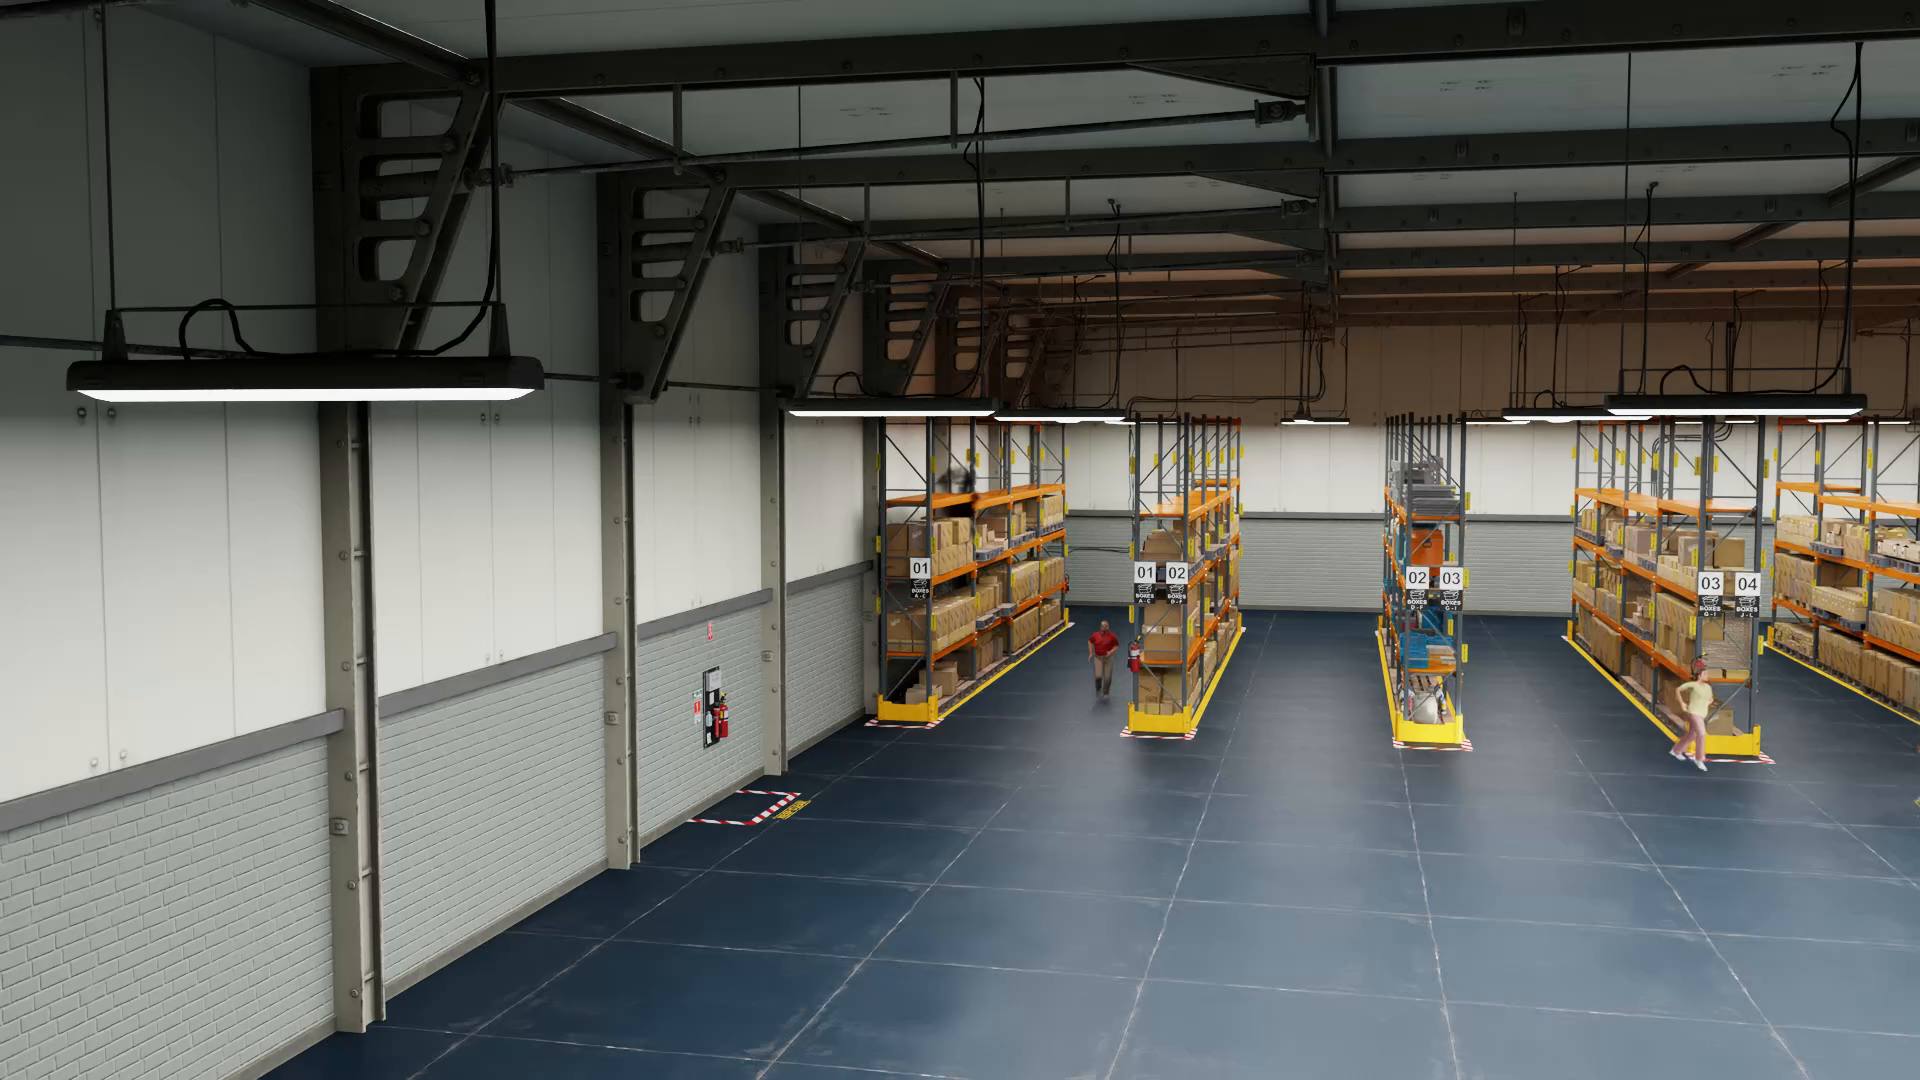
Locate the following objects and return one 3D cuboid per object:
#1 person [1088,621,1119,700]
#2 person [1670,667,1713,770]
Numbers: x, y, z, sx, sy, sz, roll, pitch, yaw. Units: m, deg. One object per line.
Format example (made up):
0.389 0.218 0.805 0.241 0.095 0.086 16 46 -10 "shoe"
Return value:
2.993 2.522 34.687 0.638 1.688 0.733 0 4 5 "person"
12.490 3.004 28.205 0.588 1.712 0.826 -2 4 -27 "person"
